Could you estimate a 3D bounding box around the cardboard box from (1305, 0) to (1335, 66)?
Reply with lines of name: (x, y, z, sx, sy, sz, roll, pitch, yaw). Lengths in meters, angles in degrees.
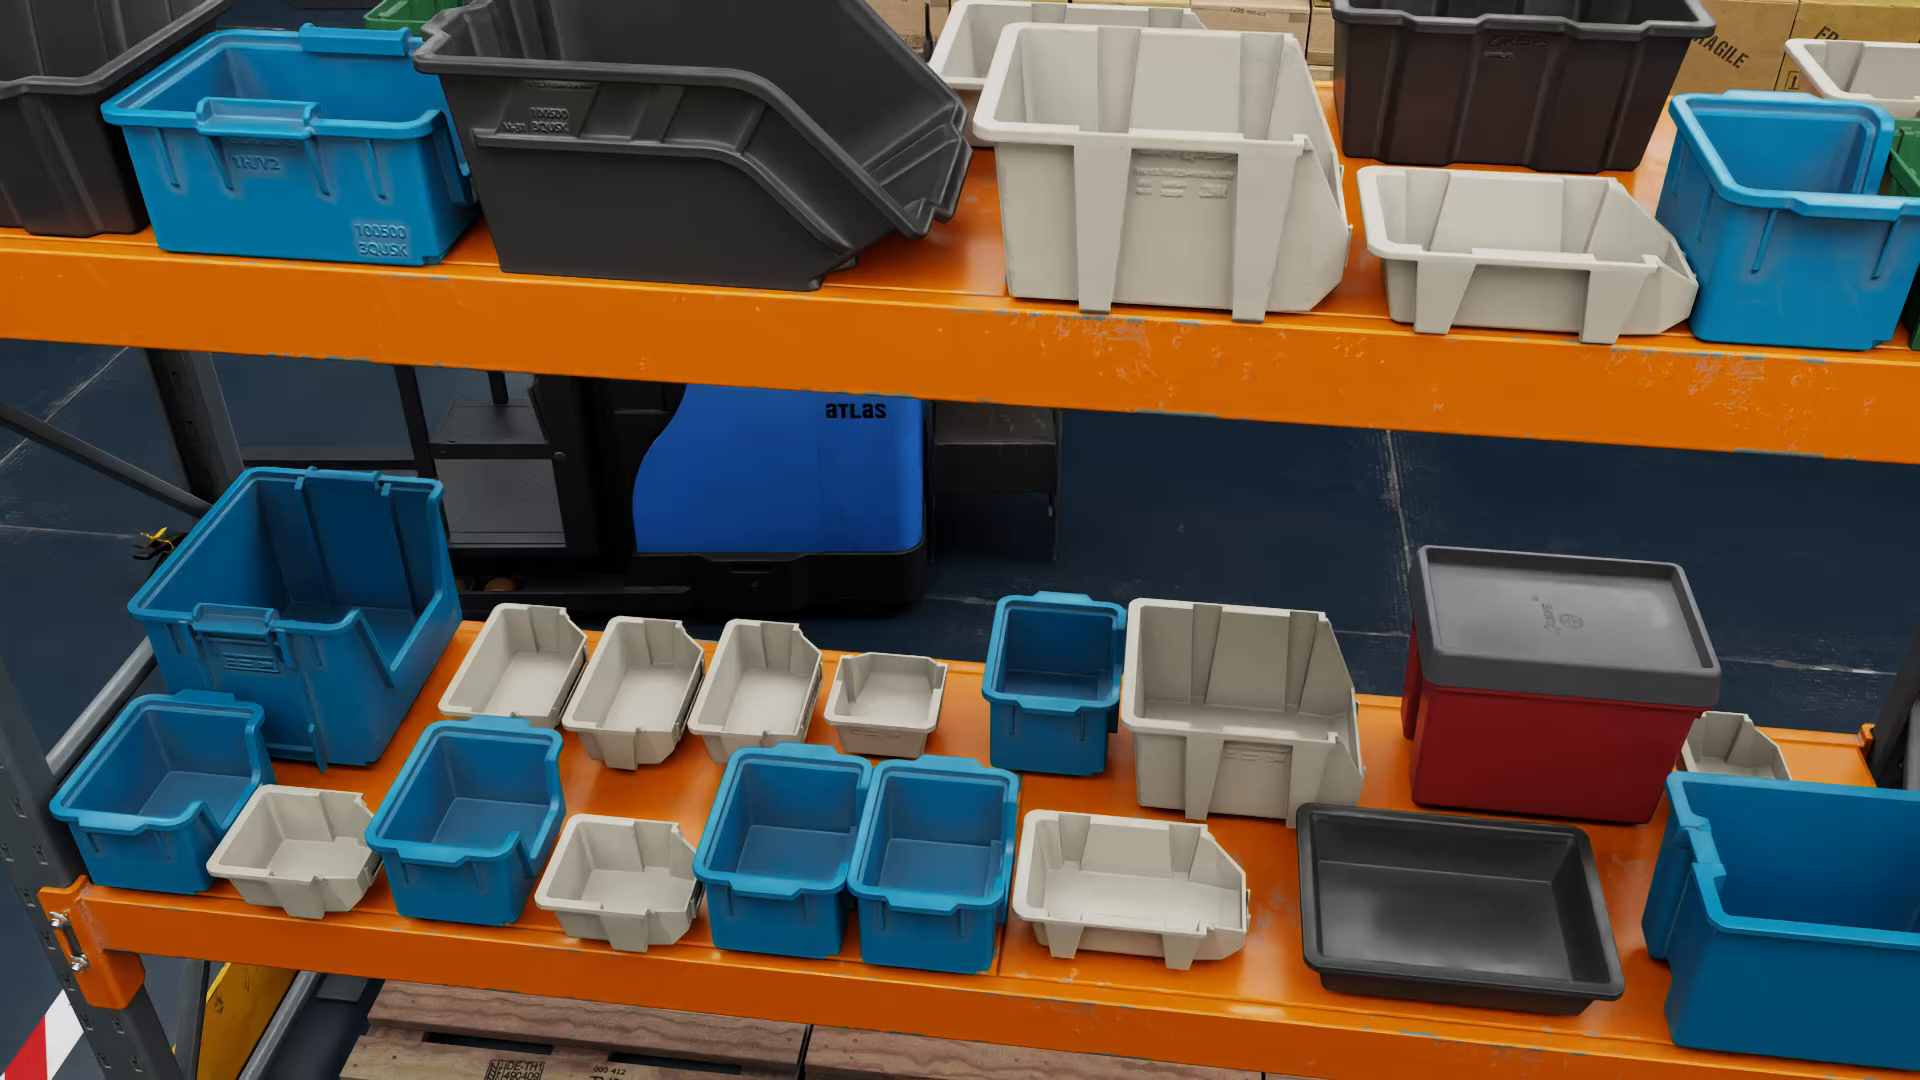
cardboard box: (1.759, -2.247, 7.189, 0.500, 0.250, 0.500, 5, 36, 7)

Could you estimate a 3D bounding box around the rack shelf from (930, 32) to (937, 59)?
rack shelf: (0.133, -1.441, 5.780, 0.480, 0.518, 0.431, 0, 36, 0)

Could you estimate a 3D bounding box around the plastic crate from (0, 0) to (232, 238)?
plastic crate: (-1.508, -0.689, 2.664, 0.590, 0.269, 0.497, 4, 36, 6)

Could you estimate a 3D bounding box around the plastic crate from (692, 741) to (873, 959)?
plastic crate: (-0.346, 0.639, 3.365, 0.300, 0.233, 0.416, 4, 36, 6)

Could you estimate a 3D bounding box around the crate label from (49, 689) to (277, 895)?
crate label: (-1.651, 0.541, 3.502, 0.303, 0.233, 0.416, 4, 36, 6)

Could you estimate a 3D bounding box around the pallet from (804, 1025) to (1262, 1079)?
pallet: (0.165, 1.600, 4.327, 1.213, 0.211, 1.003, 4, 36, 6)

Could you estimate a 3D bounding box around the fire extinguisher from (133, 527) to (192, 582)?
fire extinguisher: (-1.946, 0.200, 4.276, 0.183, 0.674, 0.296, 4, 36, 6)

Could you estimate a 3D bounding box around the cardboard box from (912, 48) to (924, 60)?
cardboard box: (-0.146, -2.190, 7.453, 0.250, 0.149, 0.380, 4, 36, 5)

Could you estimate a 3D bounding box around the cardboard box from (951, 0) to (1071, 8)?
cardboard box: (0.232, -2.359, 7.347, 0.500, 0.250, 0.500, 3, 36, 4)

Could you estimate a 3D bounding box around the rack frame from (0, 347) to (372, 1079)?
rack frame: (-1.854, 0.290, 3.762, 0.127, 3.000, 1.000, 4, 36, 6)

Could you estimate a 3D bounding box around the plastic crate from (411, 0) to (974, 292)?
plastic crate: (-0.374, -0.635, 2.529, 0.767, 0.338, 0.504, 4, 36, 6)

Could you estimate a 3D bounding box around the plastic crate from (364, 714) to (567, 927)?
plastic crate: (-0.999, 0.590, 3.434, 0.300, 0.233, 0.416, 4, 36, 6)

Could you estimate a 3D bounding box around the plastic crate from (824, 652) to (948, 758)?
plastic crate: (-0.162, 0.376, 3.816, 0.250, 0.136, 0.298, 4, 36, 6)

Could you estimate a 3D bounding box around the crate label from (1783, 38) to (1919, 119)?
crate label: (1.664, -0.731, 2.837, 0.466, 0.136, 0.293, 4, 36, 6)

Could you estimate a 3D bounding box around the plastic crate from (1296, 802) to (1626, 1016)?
plastic crate: (0.969, 0.745, 3.309, 0.590, 0.125, 0.437, 4, 36, 6)

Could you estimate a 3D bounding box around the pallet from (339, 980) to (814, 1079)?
pallet: (-1.041, 1.508, 4.455, 1.213, 0.211, 1.003, 4, 36, 6)

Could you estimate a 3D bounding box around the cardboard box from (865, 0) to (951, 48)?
cardboard box: (-0.265, -2.399, 7.402, 0.500, 0.250, 0.500, 4, 36, 5)

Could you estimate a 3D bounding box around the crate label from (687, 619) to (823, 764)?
crate label: (-0.458, 0.365, 3.832, 0.243, 0.136, 0.396, 4, 36, 6)

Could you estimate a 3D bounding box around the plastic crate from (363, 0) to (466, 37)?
plastic crate: (-0.840, -0.937, 3.081, 0.336, 0.188, 0.450, 4, 36, 6)

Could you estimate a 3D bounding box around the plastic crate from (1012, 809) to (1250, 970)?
plastic crate: (0.348, 0.713, 3.345, 0.466, 0.136, 0.293, 4, 36, 6)

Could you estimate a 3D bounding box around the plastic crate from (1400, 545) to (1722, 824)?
plastic crate: (1.259, 0.324, 3.607, 0.583, 0.464, 0.402, 4, 36, 6)

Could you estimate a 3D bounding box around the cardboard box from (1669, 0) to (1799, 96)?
cardboard box: (3.168, -2.131, 7.068, 0.500, 0.500, 0.500, 4, 36, 6)

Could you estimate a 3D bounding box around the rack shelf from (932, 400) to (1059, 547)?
rack shelf: (0.133, -0.301, 6.593, 0.480, 0.518, 0.431, 0, 36, 0)

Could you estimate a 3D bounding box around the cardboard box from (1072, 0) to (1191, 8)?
cardboard box: (0.751, -2.324, 7.297, 0.500, 0.250, 0.500, 4, 36, 5)

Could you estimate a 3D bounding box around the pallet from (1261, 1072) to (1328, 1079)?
pallet: (1.379, 1.688, 4.202, 1.213, 0.211, 1.003, 4, 36, 6)

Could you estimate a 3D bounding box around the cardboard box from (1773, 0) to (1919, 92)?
cardboard box: (3.667, -2.094, 7.016, 0.500, 0.500, 0.500, 4, 36, 6)

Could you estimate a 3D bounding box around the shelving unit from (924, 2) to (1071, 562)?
shelving unit: (0.133, -0.882, 6.179, 0.503, 2.100, 0.431, 0, 36, 0)

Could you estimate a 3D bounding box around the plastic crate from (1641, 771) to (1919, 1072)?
plastic crate: (1.606, 0.730, 3.108, 0.575, 0.384, 0.392, 4, 36, 6)

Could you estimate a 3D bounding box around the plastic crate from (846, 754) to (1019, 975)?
plastic crate: (-0.048, 0.661, 3.334, 0.300, 0.233, 0.416, 4, 36, 6)

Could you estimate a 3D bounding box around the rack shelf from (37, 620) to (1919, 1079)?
rack shelf: (0.129, 0.730, 3.764, 4.000, 0.370, 1.077, 4, 36, 6)

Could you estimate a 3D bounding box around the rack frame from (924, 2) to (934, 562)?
rack frame: (-0.111, -0.882, 6.178, 0.015, 2.100, 0.400, 0, 36, 0)

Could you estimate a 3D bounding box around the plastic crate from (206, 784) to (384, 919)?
plastic crate: (-1.344, 0.652, 3.430, 0.298, 0.136, 0.250, 4, 36, 6)

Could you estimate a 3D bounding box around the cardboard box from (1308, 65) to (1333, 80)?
cardboard box: (1.635, -2.057, 7.266, 0.250, 0.149, 0.380, 5, 36, 7)

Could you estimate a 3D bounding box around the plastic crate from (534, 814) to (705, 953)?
plastic crate: (-0.671, 0.702, 3.360, 0.298, 0.136, 0.250, 4, 36, 6)

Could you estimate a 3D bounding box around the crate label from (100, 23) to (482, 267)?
crate label: (-0.980, -0.616, 2.577, 0.502, 0.251, 0.408, 4, 36, 6)

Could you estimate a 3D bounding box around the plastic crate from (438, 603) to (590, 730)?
plastic crate: (-1.023, 0.328, 3.883, 0.243, 0.136, 0.396, 4, 36, 6)

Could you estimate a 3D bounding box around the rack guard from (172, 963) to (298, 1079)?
rack guard: (-1.880, 1.313, 4.480, 0.348, 0.500, 1.175, 4, 36, 6)

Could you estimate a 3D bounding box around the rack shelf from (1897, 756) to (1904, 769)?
rack shelf: (4.097, 1.026, 3.349, 4.000, 0.370, 1.077, 4, 36, 6)

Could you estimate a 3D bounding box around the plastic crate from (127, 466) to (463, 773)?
plastic crate: (-1.499, 0.168, 3.851, 0.499, 0.435, 0.616, 4, 36, 6)

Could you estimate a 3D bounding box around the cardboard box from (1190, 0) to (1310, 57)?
cardboard box: (1.253, -2.284, 7.242, 0.500, 0.250, 0.500, 5, 36, 7)

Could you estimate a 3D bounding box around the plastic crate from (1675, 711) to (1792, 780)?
plastic crate: (1.670, 0.552, 3.570, 0.243, 0.136, 0.396, 4, 36, 6)

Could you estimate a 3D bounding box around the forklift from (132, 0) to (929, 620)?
forklift: (-1.647, -1.190, 5.894, 3.031, 2.935, 1.130, 0, 36, 0)

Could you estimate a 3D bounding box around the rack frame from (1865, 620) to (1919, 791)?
rack frame: (2.113, 0.584, 3.350, 0.053, 2.616, 0.949, 4, 36, 6)

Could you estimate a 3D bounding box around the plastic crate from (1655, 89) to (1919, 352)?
plastic crate: (1.169, -0.451, 2.361, 0.300, 0.233, 0.416, 4, 36, 6)

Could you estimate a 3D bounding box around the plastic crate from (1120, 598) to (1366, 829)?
plastic crate: (0.622, 0.390, 3.672, 0.530, 0.282, 0.437, 4, 36, 6)

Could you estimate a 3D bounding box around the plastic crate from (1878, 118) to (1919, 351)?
plastic crate: (1.654, -0.406, 2.338, 0.662, 0.188, 0.450, 4, 36, 6)

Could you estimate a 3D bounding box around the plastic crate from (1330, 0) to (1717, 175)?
plastic crate: (0.916, -0.832, 2.864, 0.590, 0.269, 0.497, 4, 36, 6)

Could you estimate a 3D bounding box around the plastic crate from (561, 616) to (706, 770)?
plastic crate: (-0.737, 0.358, 3.841, 0.243, 0.136, 0.396, 4, 36, 6)

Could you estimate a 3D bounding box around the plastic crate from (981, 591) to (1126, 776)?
plastic crate: (0.215, 0.337, 3.787, 0.300, 0.233, 0.416, 4, 36, 6)

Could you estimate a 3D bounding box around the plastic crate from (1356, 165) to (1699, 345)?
plastic crate: (0.803, -0.403, 2.377, 0.466, 0.136, 0.293, 4, 36, 6)

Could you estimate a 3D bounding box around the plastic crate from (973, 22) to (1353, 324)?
plastic crate: (0.305, -0.541, 2.446, 0.530, 0.282, 0.437, 4, 36, 6)

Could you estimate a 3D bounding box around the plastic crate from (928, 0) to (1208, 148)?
plastic crate: (0.227, -0.814, 2.954, 0.530, 0.136, 0.437, 4, 36, 6)

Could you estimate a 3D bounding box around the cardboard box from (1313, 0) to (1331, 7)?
cardboard box: (1.757, -2.553, 6.973, 0.500, 0.500, 0.500, 5, 36, 6)

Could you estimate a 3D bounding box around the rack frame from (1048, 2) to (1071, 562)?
rack frame: (0.377, -0.883, 6.179, 0.015, 2.100, 0.400, 0, 36, 0)

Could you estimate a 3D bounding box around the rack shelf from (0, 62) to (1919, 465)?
rack shelf: (0.129, -0.491, 2.892, 4.000, 0.370, 1.077, 4, 36, 6)
